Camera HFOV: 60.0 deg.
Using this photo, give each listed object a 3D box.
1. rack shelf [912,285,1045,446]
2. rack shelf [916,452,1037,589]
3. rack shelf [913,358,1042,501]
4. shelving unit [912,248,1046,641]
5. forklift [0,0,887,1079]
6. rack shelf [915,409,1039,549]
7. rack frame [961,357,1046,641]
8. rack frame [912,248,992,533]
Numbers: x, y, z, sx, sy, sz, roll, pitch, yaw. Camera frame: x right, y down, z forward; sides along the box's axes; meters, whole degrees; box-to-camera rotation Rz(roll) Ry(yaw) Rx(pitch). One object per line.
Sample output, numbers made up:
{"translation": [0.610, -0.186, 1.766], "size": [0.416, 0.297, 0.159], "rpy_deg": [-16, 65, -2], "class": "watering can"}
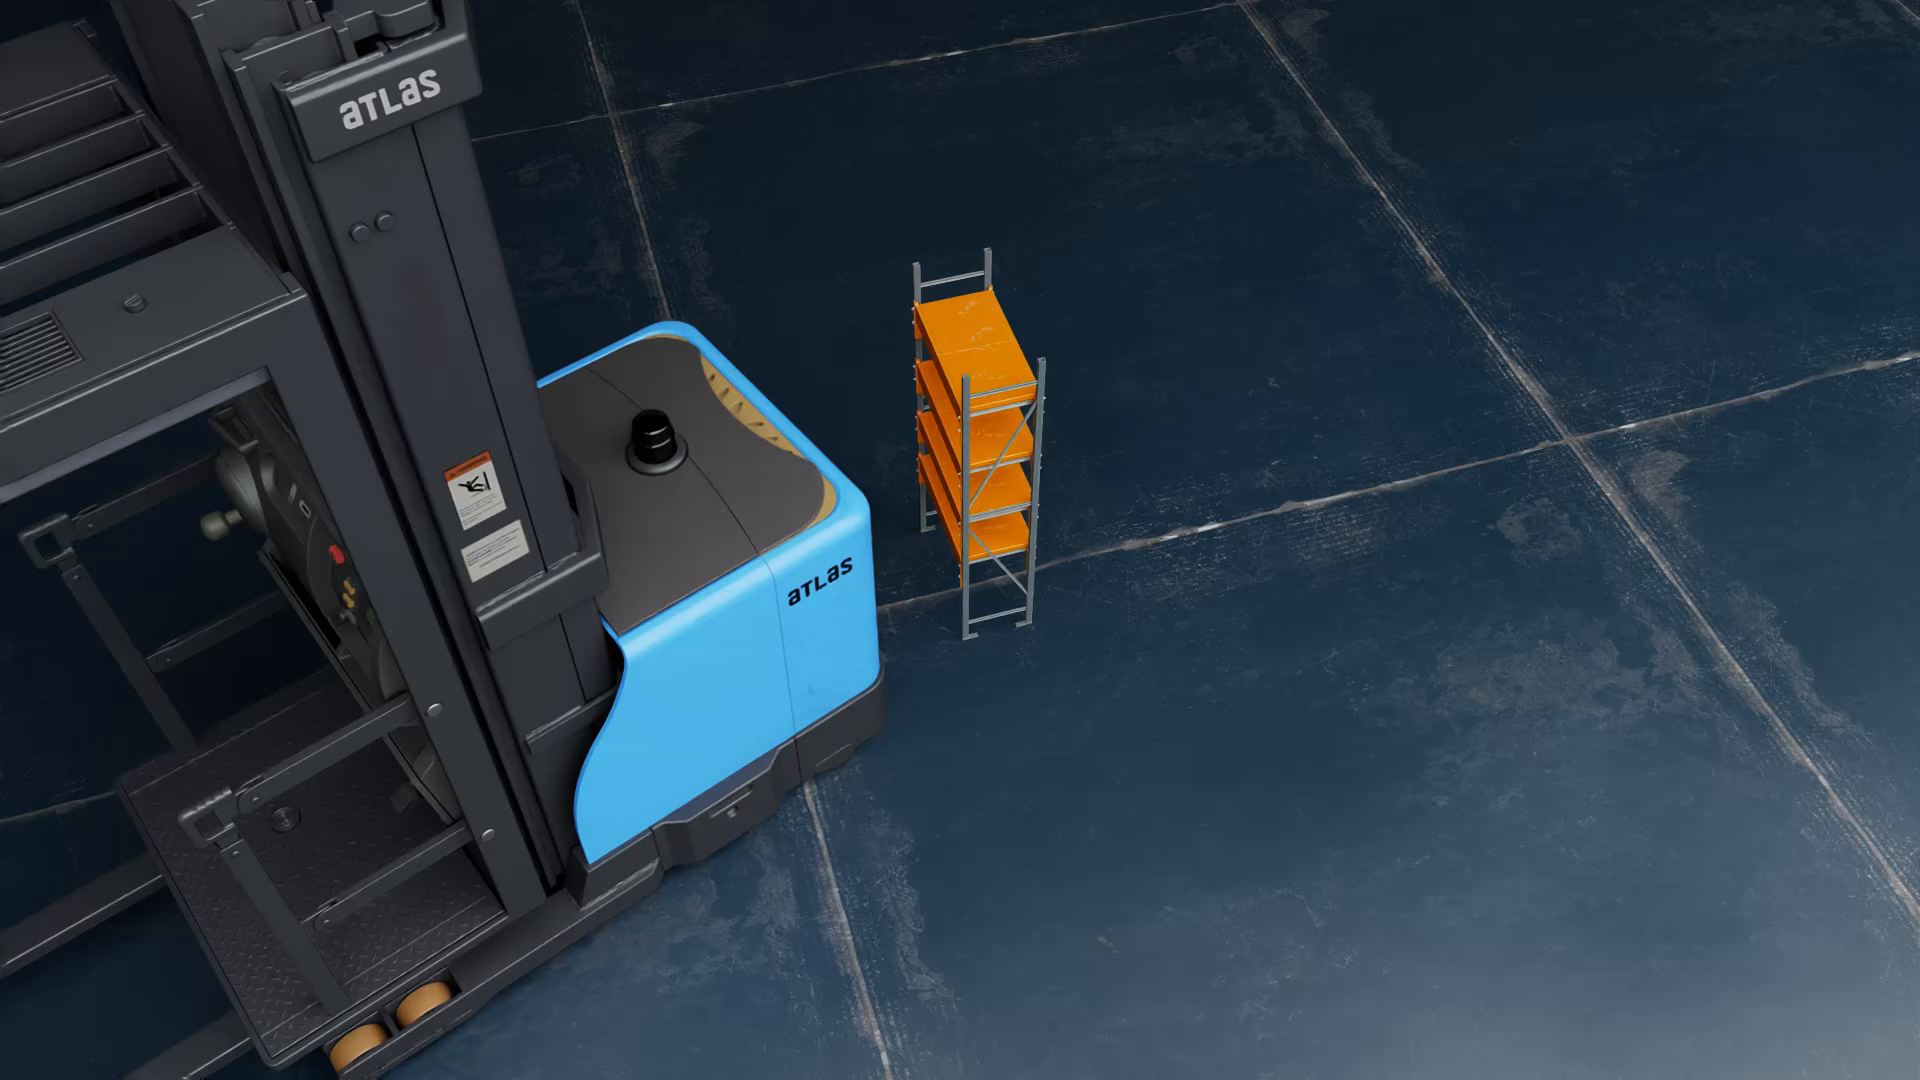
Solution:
{"translation": [0.049, -0.519, 4.889], "size": [0.258, 0.148, 0.480], "rpy_deg": [-13, 51, -11], "class": "rack shelf"}
{"translation": [0.049, -0.094, 5.393], "size": [0.258, 0.148, 0.480], "rpy_deg": [-13, 51, -11], "class": "rack shelf"}
{"translation": [0.049, -0.367, 5.070], "size": [0.258, 0.148, 0.480], "rpy_deg": [-13, 51, -11], "class": "rack shelf"}
{"translation": [0.049, -0.266, 5.189], "size": [0.258, 1.200, 0.503], "rpy_deg": [-13, 51, -11], "class": "shelving unit"}
{"translation": [-1.696, 0.062, 3.781], "size": [3.031, 2.935, 1.130], "rpy_deg": [-31, 57, -24], "class": "forklift"}
{"translation": [0.049, -0.222, 5.241], "size": [0.258, 0.148, 0.480], "rpy_deg": [-13, 51, -11], "class": "rack shelf"}
{"translation": [0.121, -0.088, 5.039], "size": [0.240, 1.200, 0.015], "rpy_deg": [-13, 51, -11], "class": "rack frame"}
{"translation": [-0.023, -0.444, 5.340], "size": [0.240, 1.200, 0.015], "rpy_deg": [-13, 51, -11], "class": "rack frame"}
